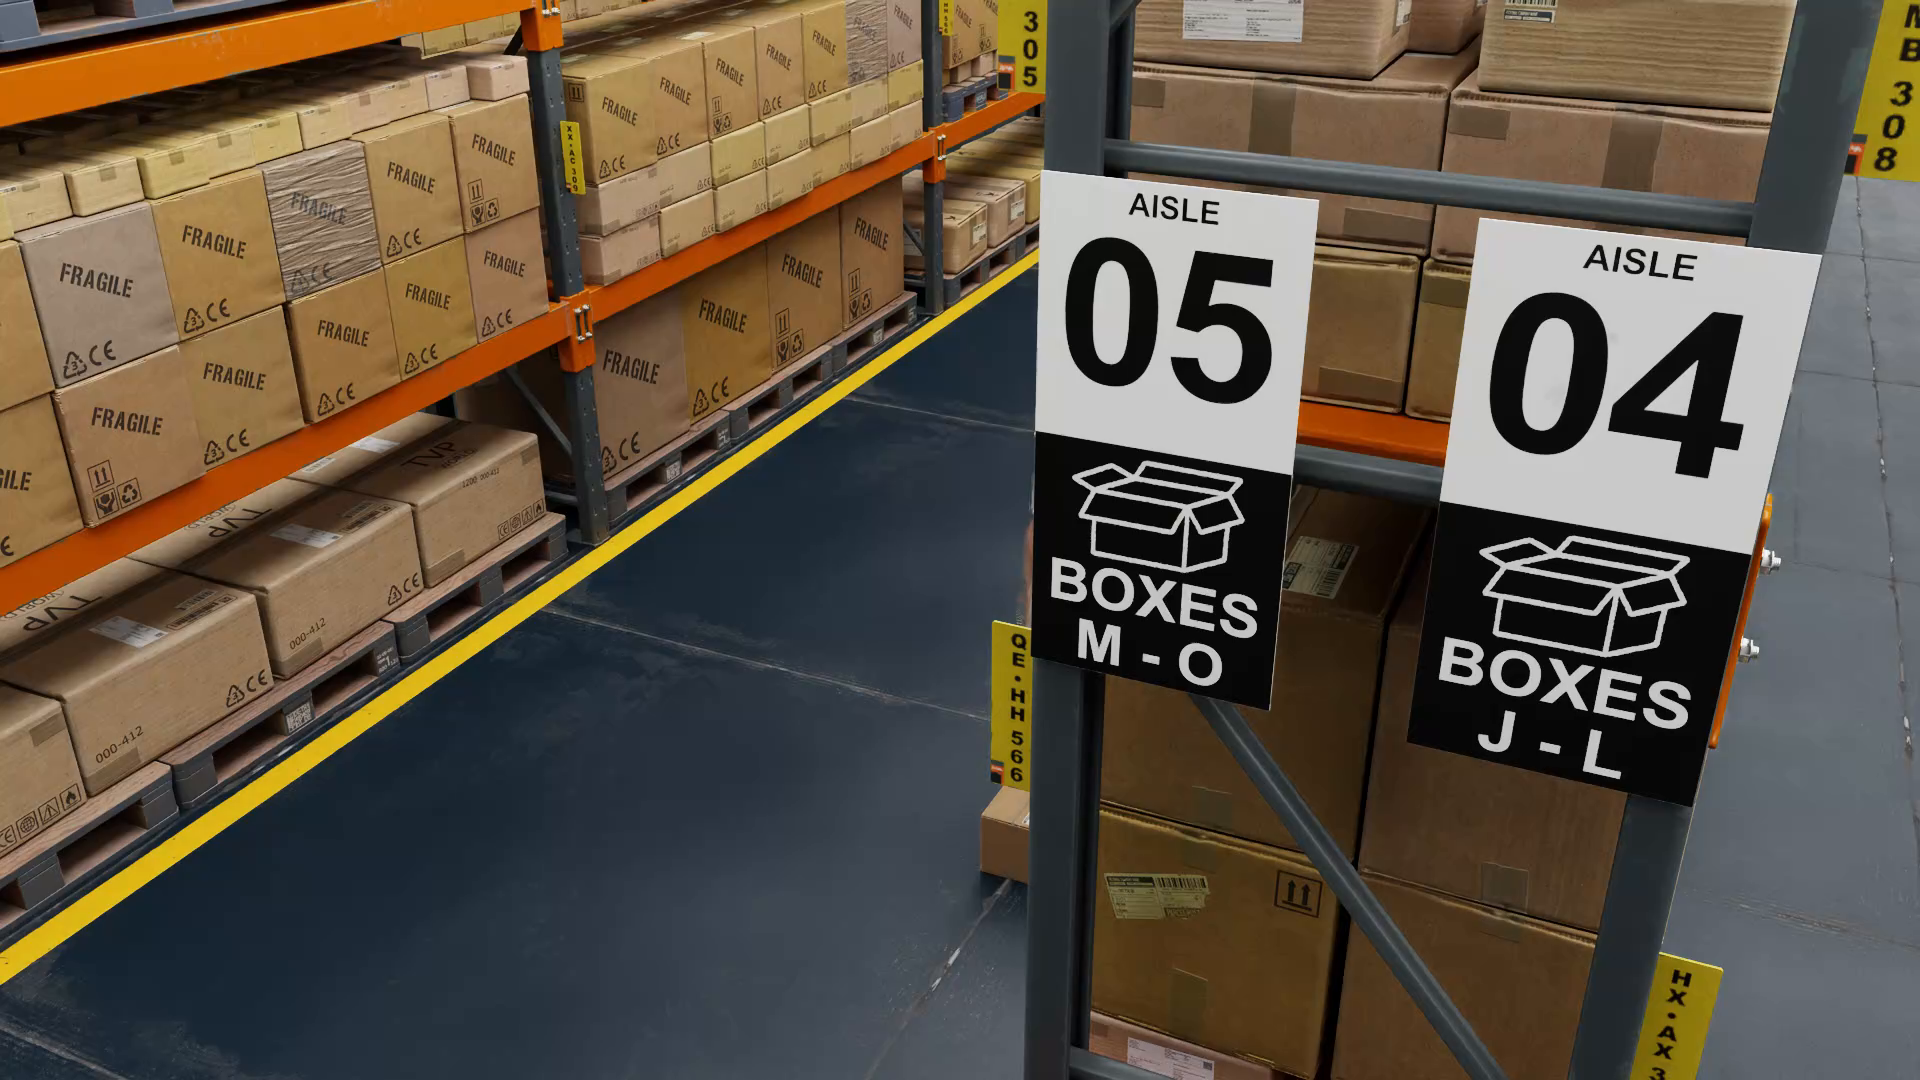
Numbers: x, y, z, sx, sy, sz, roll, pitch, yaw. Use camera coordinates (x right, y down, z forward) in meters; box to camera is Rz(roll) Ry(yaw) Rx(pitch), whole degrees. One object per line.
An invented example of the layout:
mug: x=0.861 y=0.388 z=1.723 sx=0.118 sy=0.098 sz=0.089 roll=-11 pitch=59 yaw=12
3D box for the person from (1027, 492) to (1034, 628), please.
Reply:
person: x=0.439 y=0.252 z=6.111 sx=0.441 sy=1.669 sz=0.403 roll=12 pitch=29 yaw=23
